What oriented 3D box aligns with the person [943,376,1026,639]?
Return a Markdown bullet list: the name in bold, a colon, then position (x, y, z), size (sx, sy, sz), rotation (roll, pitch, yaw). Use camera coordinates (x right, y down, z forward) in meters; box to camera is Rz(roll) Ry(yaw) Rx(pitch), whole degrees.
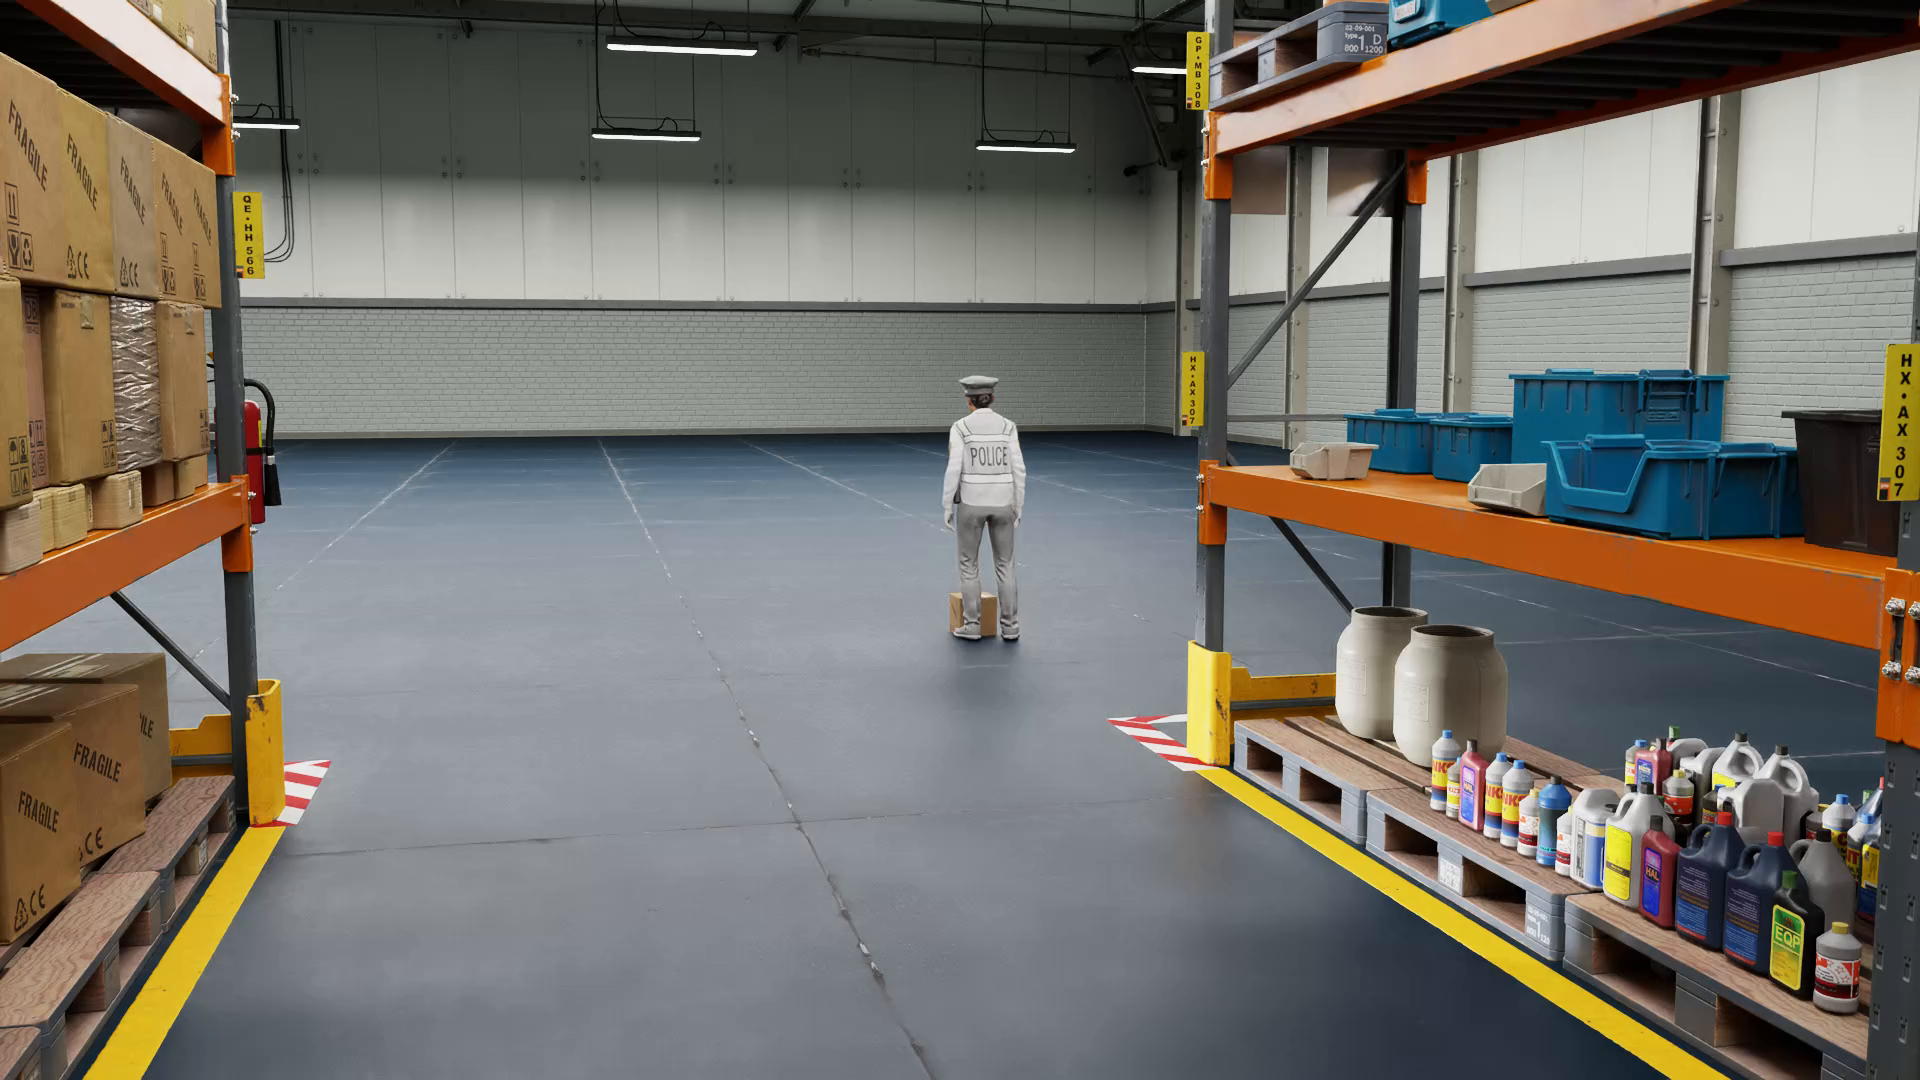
- **person**: position (0.148, -0.199, 10.482), size (0.528, 1.664, 0.403), rotation (-2, 6, -14)
